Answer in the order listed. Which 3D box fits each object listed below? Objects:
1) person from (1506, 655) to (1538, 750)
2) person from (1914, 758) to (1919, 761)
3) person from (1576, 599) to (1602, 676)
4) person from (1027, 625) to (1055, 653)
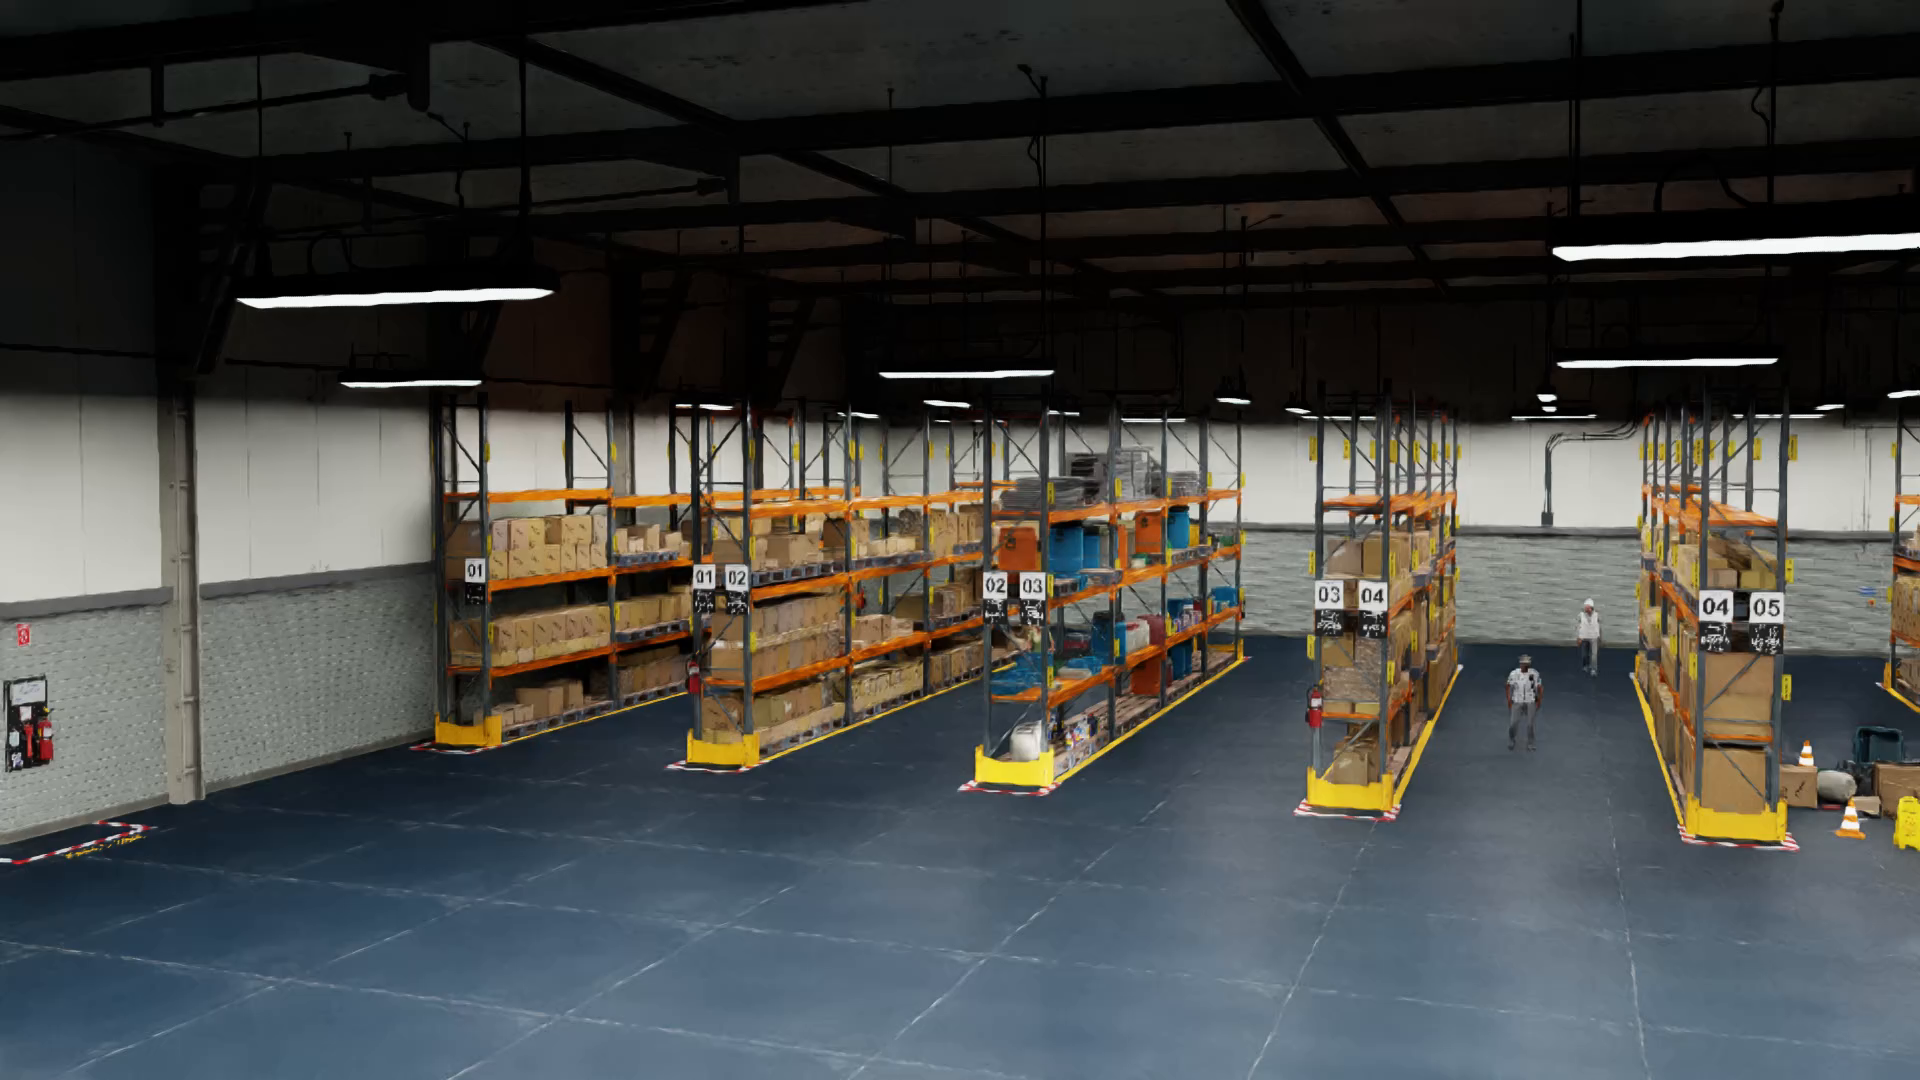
[{"bbox_3d":[9.434,2.715,27.886,0.498,1.621,0.532,1,3,18],"label":"person"},{"bbox_3d":[15.456,2.747,26.408,0.549,1.664,0.573,3,4,45],"label":"person"},{"bbox_3d":[14.064,2.156,37.223,0.544,1.697,1.089,1,3,23],"label":"person"},{"bbox_3d":[1.654,2.382,34.149,0.598,1.617,0.502,1,3,18],"label":"person"}]
